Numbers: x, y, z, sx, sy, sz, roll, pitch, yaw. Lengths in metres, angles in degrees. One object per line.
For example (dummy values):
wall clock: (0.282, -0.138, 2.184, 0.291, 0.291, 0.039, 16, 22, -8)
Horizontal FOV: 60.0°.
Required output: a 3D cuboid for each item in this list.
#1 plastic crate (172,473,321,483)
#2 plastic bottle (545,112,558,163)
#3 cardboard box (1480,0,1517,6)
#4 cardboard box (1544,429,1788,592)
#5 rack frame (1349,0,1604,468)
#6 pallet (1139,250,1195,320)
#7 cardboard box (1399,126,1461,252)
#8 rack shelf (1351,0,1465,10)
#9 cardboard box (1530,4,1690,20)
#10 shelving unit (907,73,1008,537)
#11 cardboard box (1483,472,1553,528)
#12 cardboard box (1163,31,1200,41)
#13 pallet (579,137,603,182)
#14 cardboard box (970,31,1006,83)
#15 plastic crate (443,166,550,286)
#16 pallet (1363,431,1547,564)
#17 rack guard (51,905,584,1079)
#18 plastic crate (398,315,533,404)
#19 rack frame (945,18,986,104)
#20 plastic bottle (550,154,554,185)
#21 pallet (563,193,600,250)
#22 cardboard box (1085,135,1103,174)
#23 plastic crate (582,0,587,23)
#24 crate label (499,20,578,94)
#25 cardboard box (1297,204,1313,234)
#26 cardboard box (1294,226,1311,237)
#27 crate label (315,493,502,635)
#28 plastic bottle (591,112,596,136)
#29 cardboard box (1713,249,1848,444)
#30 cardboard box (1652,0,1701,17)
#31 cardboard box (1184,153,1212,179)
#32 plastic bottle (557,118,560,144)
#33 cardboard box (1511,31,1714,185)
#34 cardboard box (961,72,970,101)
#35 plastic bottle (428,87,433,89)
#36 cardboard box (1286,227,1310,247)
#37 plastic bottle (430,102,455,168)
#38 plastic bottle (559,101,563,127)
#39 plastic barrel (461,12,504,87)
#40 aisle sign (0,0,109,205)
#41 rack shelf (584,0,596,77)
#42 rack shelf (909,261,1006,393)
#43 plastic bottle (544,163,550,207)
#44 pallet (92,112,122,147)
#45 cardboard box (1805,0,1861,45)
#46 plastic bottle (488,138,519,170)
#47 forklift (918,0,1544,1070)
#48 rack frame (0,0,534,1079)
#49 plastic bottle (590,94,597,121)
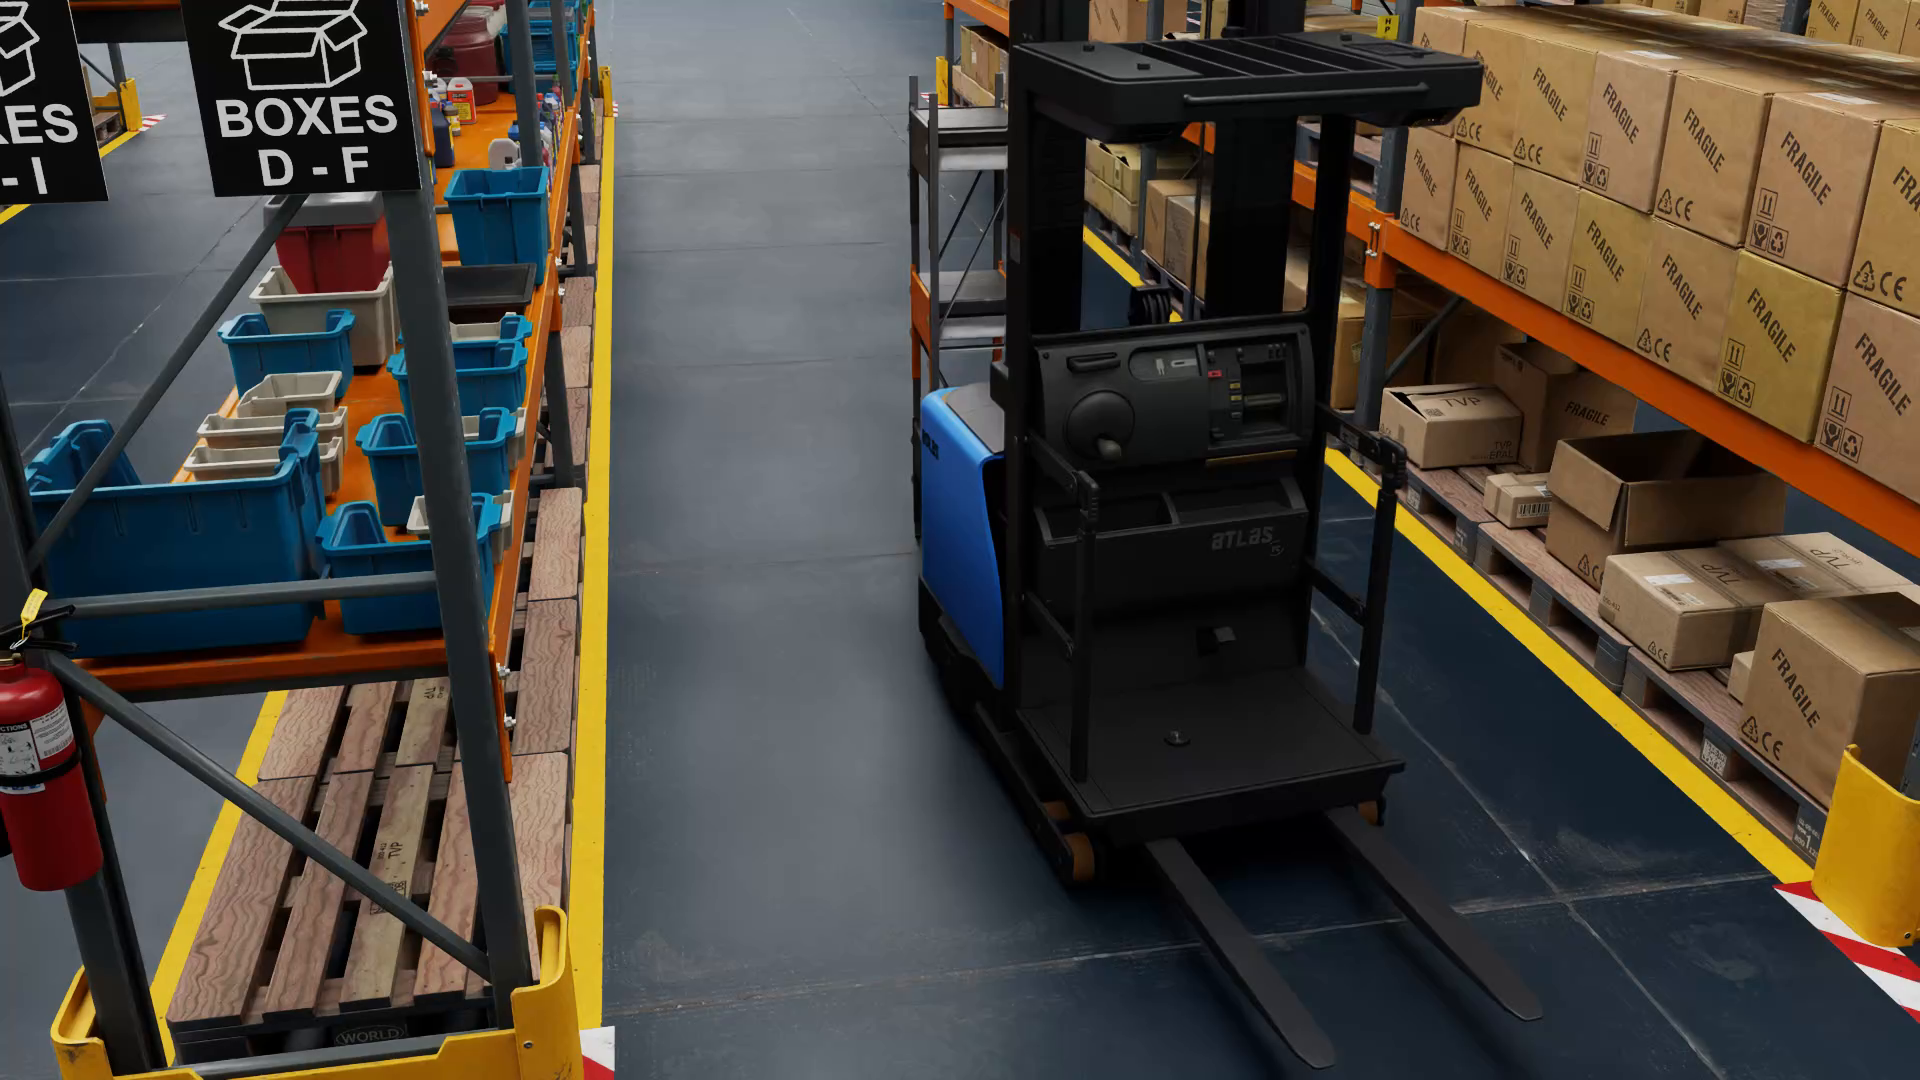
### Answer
plastic crate: (-1.915, -0.083, 4.447, 0.396, 0.136, 0.243, -4, 24, -10)
plastic bottle: (-2.301, -2.260, 9.322, 0.061, 0.283, 0.133, -4, 24, -10)
cardboard box: (5.546, -5.426, 16.589, 0.500, 0.250, 0.500, -4, 24, -10)
cardboard box: (2.895, -0.126, 6.861, 0.797, 0.503, 0.637, -4, 24, -10)
rack frame: (2.543, -1.807, 8.141, 1.000, 3.000, 0.127, -4, 24, -10)
pallet: (1.904, -1.806, 11.622, 1.003, 0.211, 1.213, -4, 24, -10)
cardboard box: (2.369, -1.633, 7.615, 0.500, 0.500, 0.500, -4, 24, -8)
rack shelf: (5.561, -5.779, 18.133, 1.077, 0.370, 4.000, -4, 24, -10)
cardboard box: (2.891, -2.132, 7.509, 0.500, 0.500, 0.500, -4, 24, -9)
shelving unit: (0.031, -0.897, 7.181, 0.431, 2.100, 0.503, -4, 24, -10)
cardboard box: (2.578, -0.190, 7.427, 0.380, 0.166, 0.250, -4, 24, -10)
cardboard box: (1.828, -3.706, 12.599, 0.500, 0.311, 0.500, -5, 24, -10)
pallet: (-3.888, -3.578, 15.679, 1.003, 0.211, 1.213, -4, 24, -10)
cardboard box: (0.404, -5.184, 17.845, 0.500, 0.500, 0.500, -4, 24, -10)
plastic crate: (-1.904, -1.304, 6.933, 0.392, 0.384, 0.575, -4, 24, -10)
pallet: (2.669, -0.259, 8.080, 1.003, 0.211, 1.213, -4, 24, -10)
rack guard: (-1.569, 1.285, 4.183, 1.175, 0.500, 0.348, -4, 24, -10)
plastic crate: (-1.607, -0.577, 5.458, 0.416, 0.233, 0.300, -4, 24, -10)
rack frame: (0.324, -6.527, 18.948, 1.000, 3.000, 0.127, -4, 24, -10)
plastic bottle: (-2.203, -1.973, 8.769, 0.097, 0.201, 0.097, 0, 24, 0)
pallet: (-3.393, -2.524, 13.266, 1.003, 0.211, 1.213, -4, 24, -10)
cardboard box: (1.271, -3.161, 13.449, 0.500, 0.311, 0.500, -4, 24, -10)
plastic crate: (-3.779, -5.047, 15.822, 0.450, 0.188, 0.662, -4, 24, -10)
crate label: (-2.983, -3.443, 11.840, 0.502, 0.435, 0.616, -4, 24, -10)
cardboard box: (2.415, -2.006, 10.232, 0.500, 0.250, 0.500, -5, 24, -11)
cardboard box: (2.405, -1.677, 10.415, 0.500, 0.500, 0.500, -5, 24, -12)
crate label: (-1.308, 0.059, 4.002, 0.416, 0.233, 0.303, -4, 24, -10)
plastic bottle: (-3.571, -4.036, 16.088, 0.061, 0.283, 0.133, -3, 24, -7)
cardboard box: (2.833, -0.640, 5.342, 0.500, 0.500, 0.500, -4, 24, -9)
cardboard box: (6.322, -4.669, 14.018, 0.700, 0.500, 0.500, -4, 24, -10)
cardboard box: (1.995, -2.798, 12.618, 0.500, 0.311, 0.500, -4, 24, -8)
plastic bottle: (-2.417, -2.430, 9.814, 0.097, 0.201, 0.097, 0, 24, 0)
cardboard box: (2.544, -1.700, 6.521, 0.500, 0.500, 0.500, -5, 24, -11)
cardboard box: (0.301, -5.036, 18.444, 0.500, 0.250, 0.500, -4, 24, -10)
plastic bottle: (-3.308, -2.715, 10.379, 0.097, 0.271, 0.097, 0, 24, 0)
cardboard box: (1.898, -1.629, 10.305, 0.500, 0.500, 0.500, -5, 24, -12)
plastic bottle: (-2.896, -2.254, 9.226, 0.144, 0.351, 0.185, -4, 24, -10)
plastic bottle: (-2.525, -2.660, 10.340, 0.097, 0.201, 0.097, 0, 24, 0)
plastic barrel: (-3.465, -3.456, 11.775, 0.421, 0.512, 0.421, 0, 24, 0)
aisle sign: (-1.861, -1.010, 3.067, 0.394, 0.787, 0.004, -4, 24, -10)
rack shelf: (-4.175, -5.046, 16.455, 1.077, 0.370, 4.000, -4, 24, -10)
rack shelf: (0.031, -0.885, 7.186, 0.431, 0.518, 0.480, -4, 24, -10)
plastic bottle: (-2.099, -1.785, 8.250, 0.097, 0.271, 0.097, 0, 24, 0)
pallet: (-9.283, -4.166, 17.024, 1.003, 0.211, 1.213, -4, 24, -10)
cardboard box: (6.509, -3.730, 12.021, 0.500, 0.500, 0.500, -4, 24, -8)
plastic bottle: (-2.358, -1.949, 8.619, 0.152, 0.276, 0.135, -4, 24, -10)
forklift: (0.759, -0.433, 5.079, 1.130, 2.935, 3.031, -7, 25, -16)
rack frame: (-1.589, 0.131, 3.702, 0.949, 2.616, 0.053, -4, 24, -10)
plastic bottle: (-3.735, -4.385, 16.886, 0.061, 0.283, 0.133, -4, 24, -8)
